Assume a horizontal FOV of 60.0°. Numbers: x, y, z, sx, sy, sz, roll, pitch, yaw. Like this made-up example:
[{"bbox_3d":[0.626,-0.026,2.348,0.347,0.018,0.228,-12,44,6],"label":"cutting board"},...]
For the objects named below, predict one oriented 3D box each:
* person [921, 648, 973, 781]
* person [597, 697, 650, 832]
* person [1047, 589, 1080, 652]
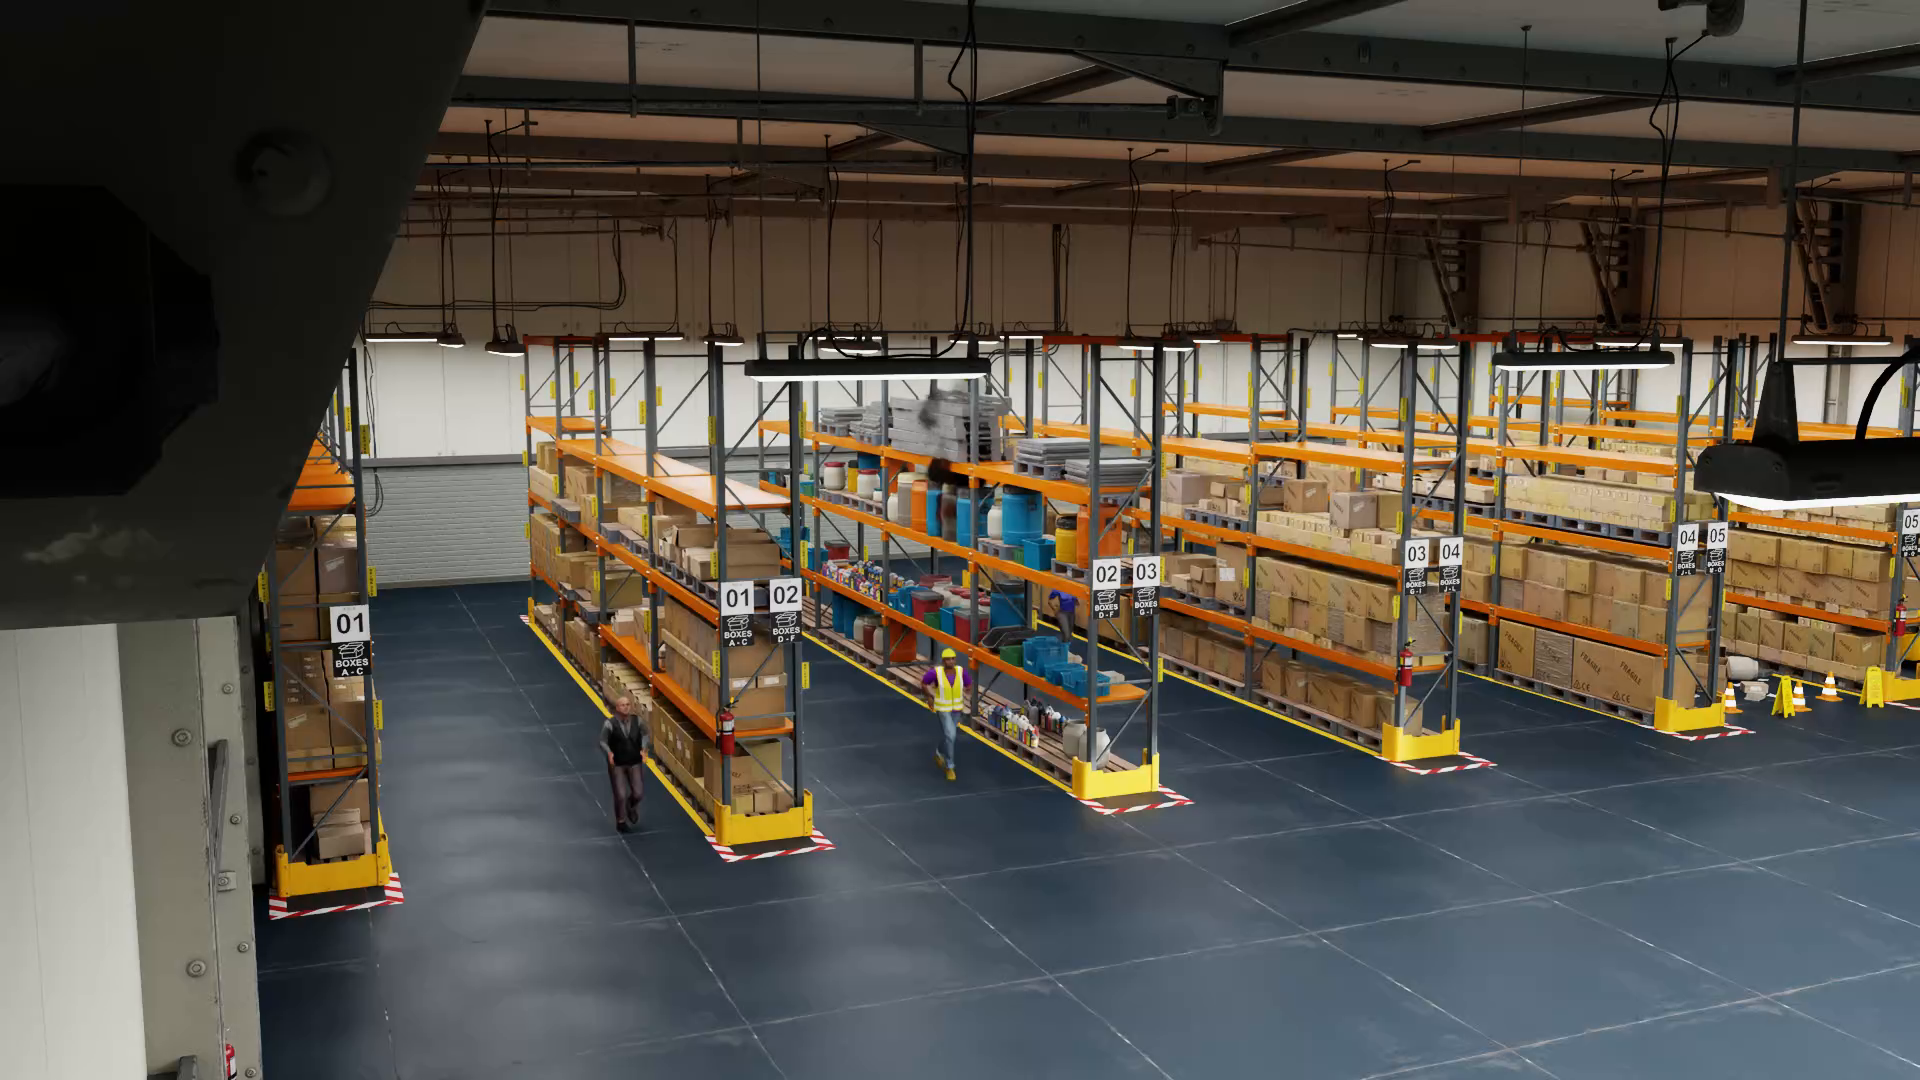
[{"bbox_3d":[-0.145,2.397,23.163,0.664,1.833,0.783,-4,8,-27],"label":"person"},{"bbox_3d":[-4.128,2.772,20.558,0.675,1.682,0.546,-3,8,-21],"label":"person"},{"bbox_3d":[1.943,1.461,30.528,0.560,1.712,0.711,-4,9,-28],"label":"person"}]
